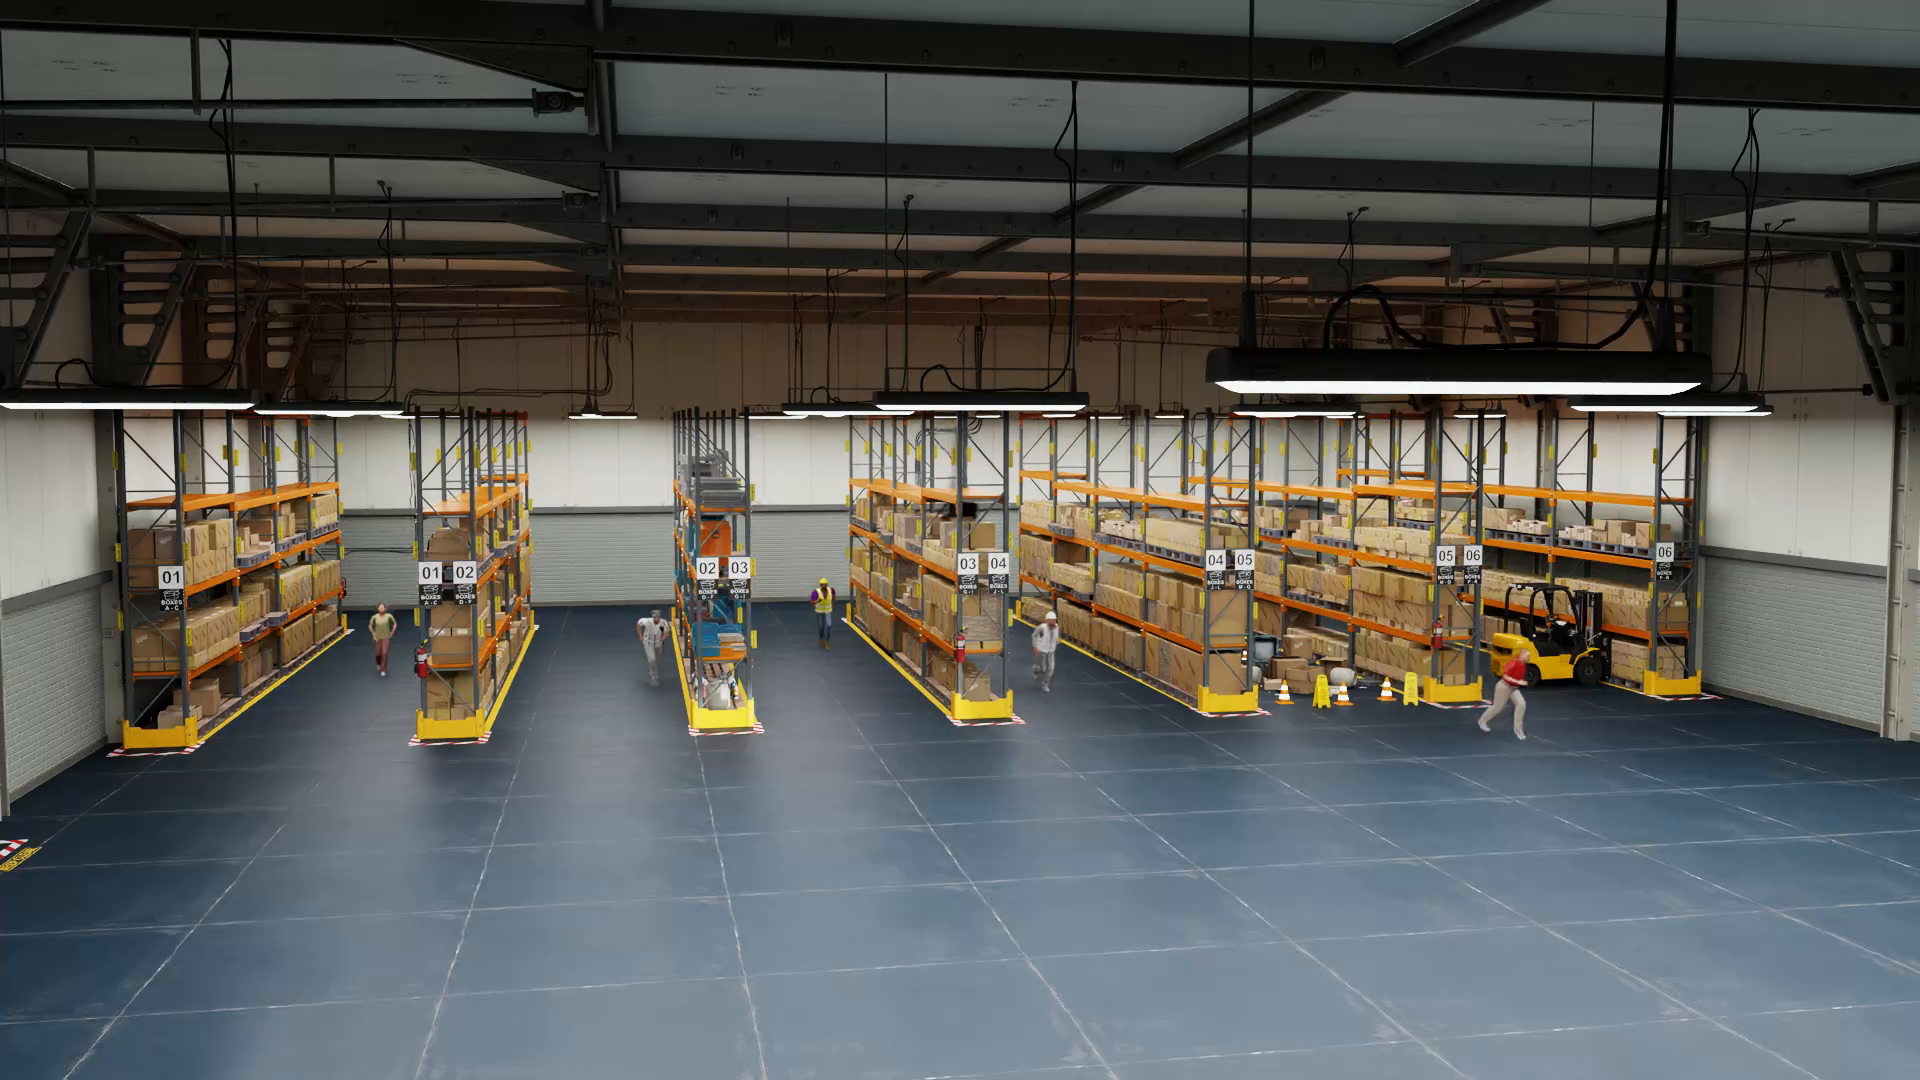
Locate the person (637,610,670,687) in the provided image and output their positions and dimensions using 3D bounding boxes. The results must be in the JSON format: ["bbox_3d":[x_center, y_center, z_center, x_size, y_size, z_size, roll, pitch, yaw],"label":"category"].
[{"bbox_3d":[-6.707,2.346,36.349,0.707,1.721,1.011,-1,4,-19],"label":"person"}]

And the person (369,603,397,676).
[{"bbox_3d":[-13.067,2.232,37.686,0.600,1.647,0.605,-1,4,-17],"label":"person"}]

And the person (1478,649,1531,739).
[{"bbox_3d":[9.934,2.784,30.326,0.708,1.698,1.005,-4,6,-43],"label":"person"}]

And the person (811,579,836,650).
[{"bbox_3d":[-3.456,1.870,42.073,0.675,1.827,0.863,-1,4,-11],"label":"person"}]

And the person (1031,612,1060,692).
[{"bbox_3d":[1.813,2.367,35.534,0.657,1.718,0.874,-2,5,-32],"label":"person"}]
